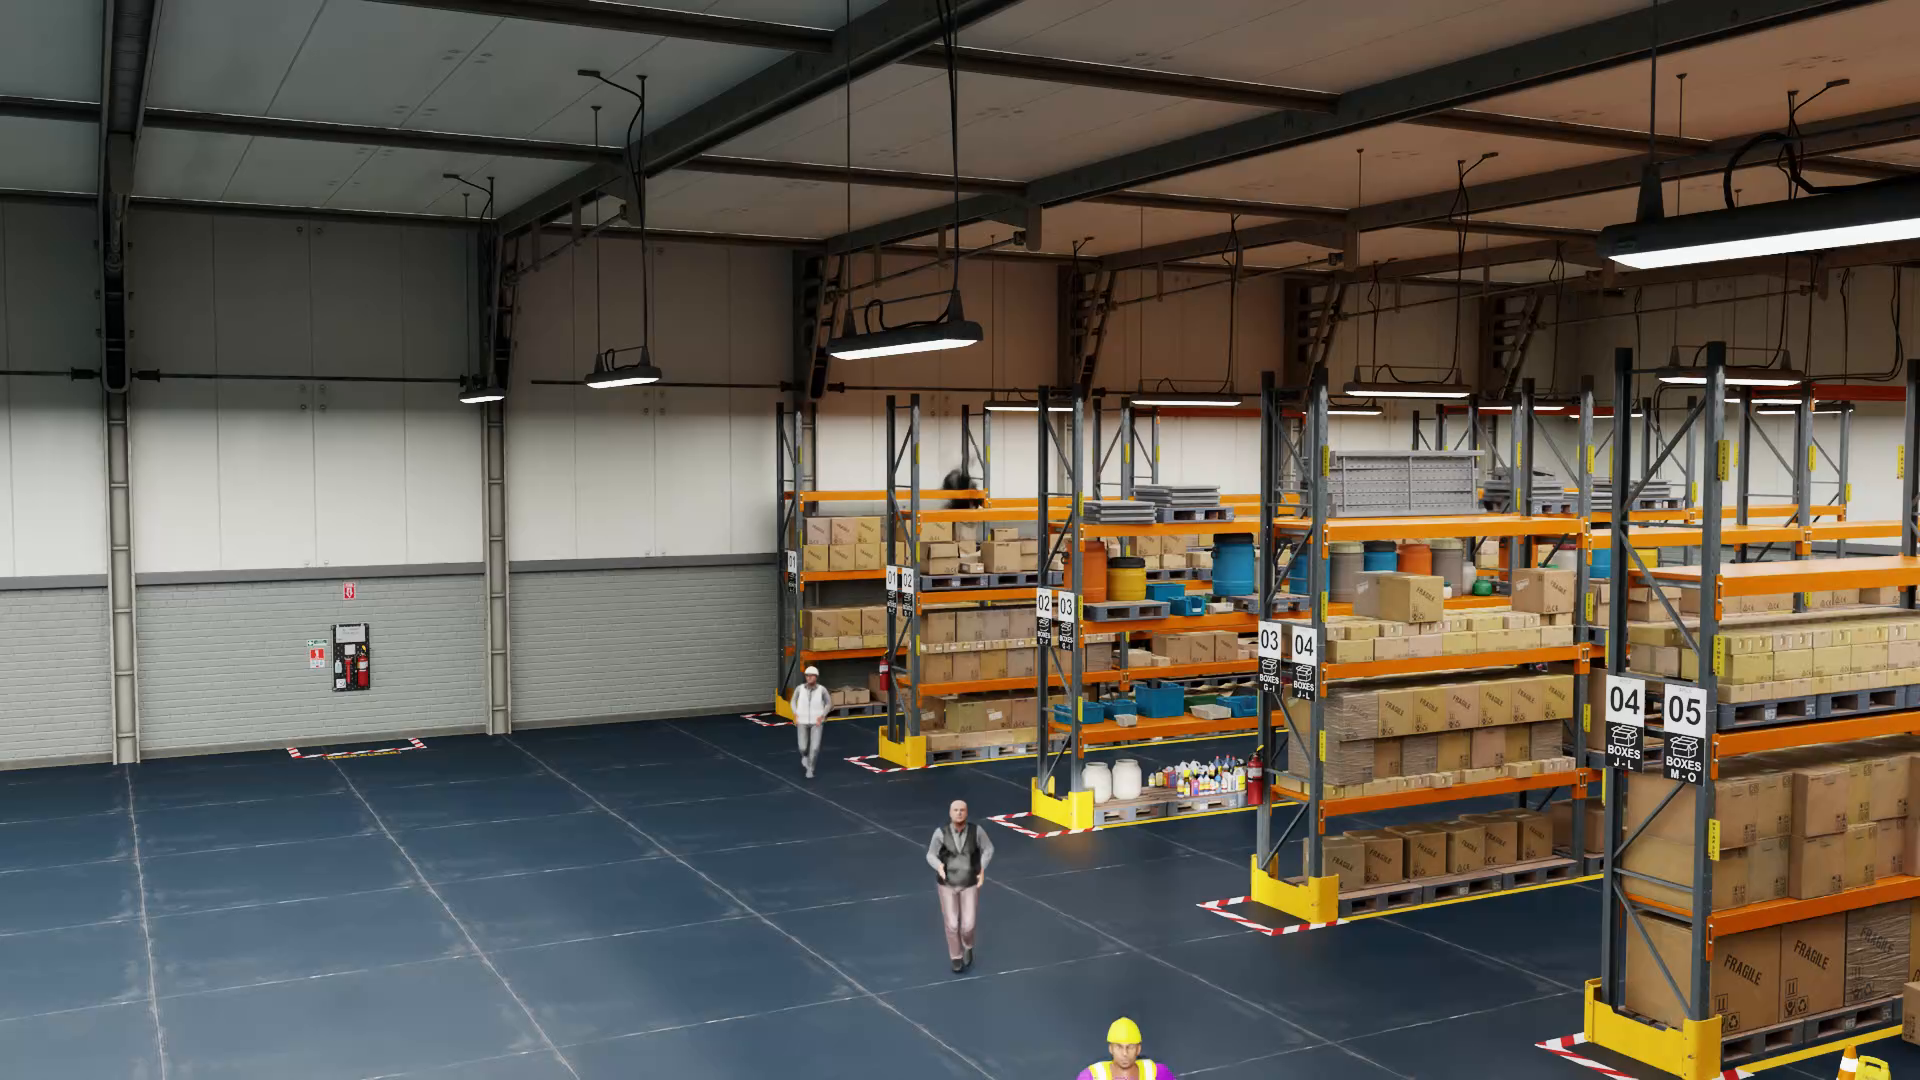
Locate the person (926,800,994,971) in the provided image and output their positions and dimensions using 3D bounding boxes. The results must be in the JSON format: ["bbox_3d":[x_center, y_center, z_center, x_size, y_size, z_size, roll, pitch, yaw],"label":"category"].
[{"bbox_3d":[0.002,3.399,16.290,0.668,1.683,0.569,0,3,0],"label":"person"}]

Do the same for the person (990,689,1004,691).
[{"bbox_3d":[0.669,2.670,29.717,0.879,1.597,0.540,-2,4,-35],"label":"person"}]

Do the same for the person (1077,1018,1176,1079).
[{"bbox_3d":[0.974,3.713,9.873,0.700,1.762,0.956,0,3,4],"label":"person"}]

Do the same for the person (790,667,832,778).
[{"bbox_3d":[-2.337,2.836,26.086,0.652,1.739,0.569,0,3,-5],"label":"person"}]
